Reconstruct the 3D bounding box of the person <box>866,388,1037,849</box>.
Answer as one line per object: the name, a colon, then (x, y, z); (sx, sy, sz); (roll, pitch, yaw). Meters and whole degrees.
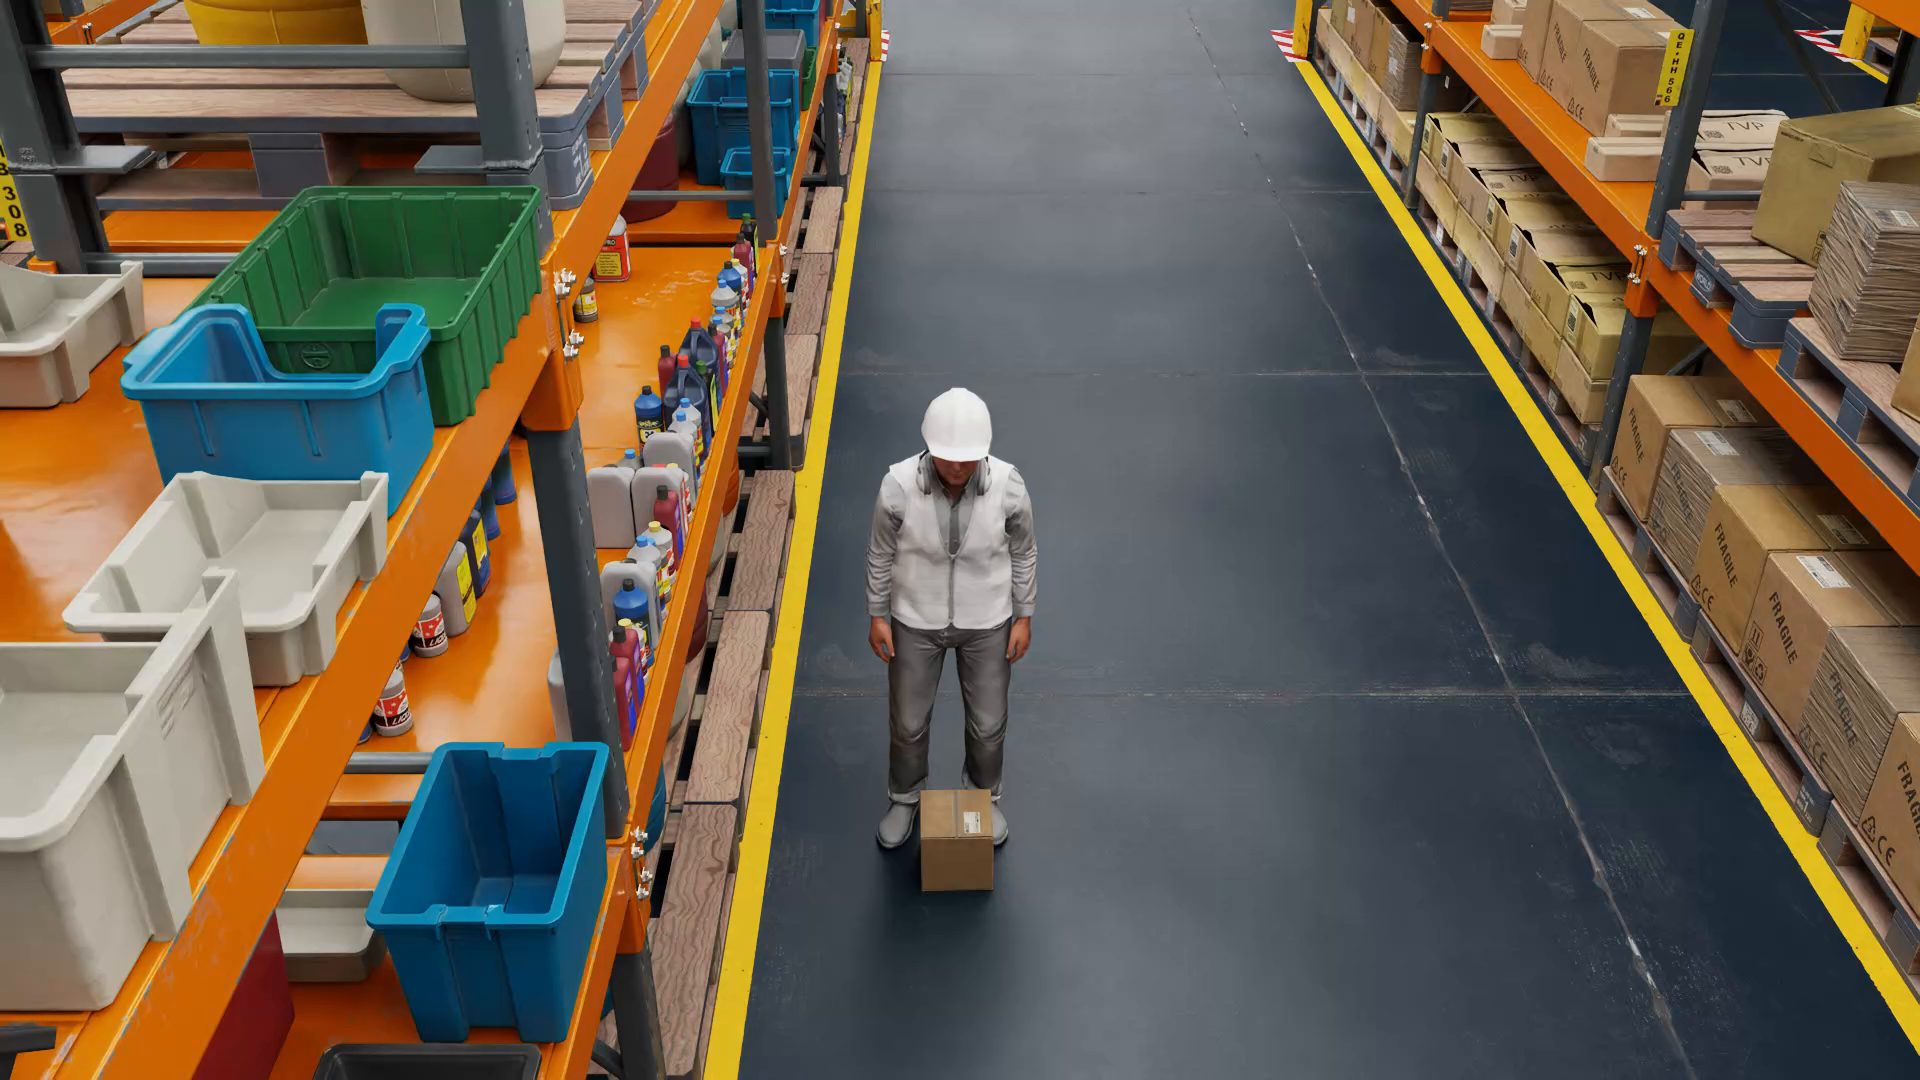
person: (-0.030, 0.268, 5.670); (0.578, 1.770, 0.463); (0, 31, -1)
